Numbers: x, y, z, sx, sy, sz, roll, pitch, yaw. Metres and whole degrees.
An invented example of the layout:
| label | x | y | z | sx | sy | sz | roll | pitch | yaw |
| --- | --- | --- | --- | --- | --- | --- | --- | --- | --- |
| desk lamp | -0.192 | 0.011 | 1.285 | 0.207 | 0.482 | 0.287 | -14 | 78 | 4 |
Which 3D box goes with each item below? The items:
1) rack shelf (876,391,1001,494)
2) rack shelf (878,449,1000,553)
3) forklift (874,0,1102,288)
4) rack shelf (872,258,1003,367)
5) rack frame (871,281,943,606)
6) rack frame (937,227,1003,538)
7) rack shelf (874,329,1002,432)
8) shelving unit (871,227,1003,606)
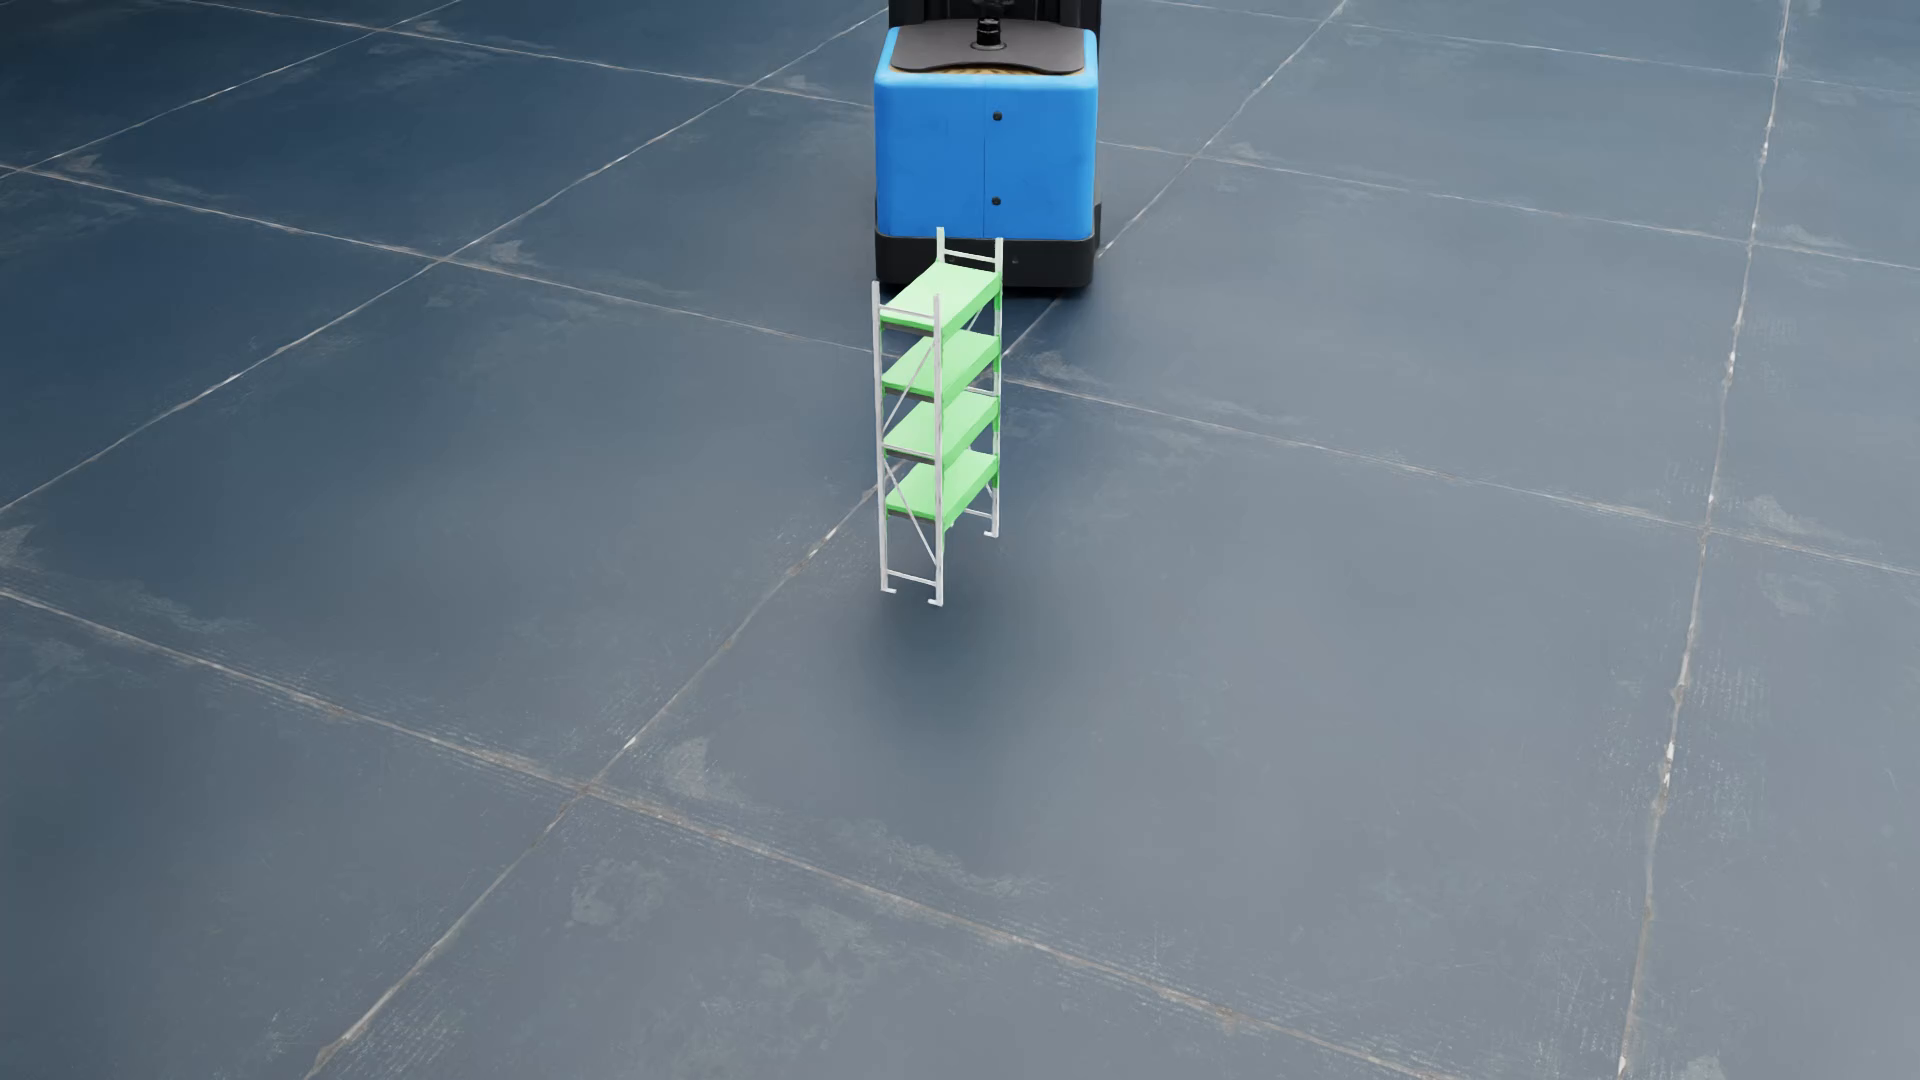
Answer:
| label | x | y | z | sx | sy | sz | roll | pitch | yaw |
| --- | --- | --- | --- | --- | --- | --- | --- | --- | --- |
| rack shelf | -0.069 | -0.366 | 5.830 | 0.258 | 0.148 | 0.480 | 14 | 36 | 20 |
| rack shelf | -0.069 | -0.165 | 5.962 | 0.258 | 0.148 | 0.480 | 14 | 36 | 20 |
| forklift | 0.192 | -3.214 | 8.478 | 1.130 | 2.935 | 3.031 | 2 | 33 | 3 |
| rack shelf | -0.069 | -0.767 | 5.567 | 0.258 | 0.148 | 0.480 | 14 | 36 | 20 |
| rack frame | -0.171 | -0.298 | 5.610 | 0.240 | 1.200 | 0.015 | 14 | 36 | 20 |
| rack frame | 0.033 | -0.541 | 5.981 | 0.240 | 1.200 | 0.015 | 14 | 36 | 20 |
| rack shelf | -0.069 | -0.567 | 5.699 | 0.258 | 0.148 | 0.480 | 14 | 36 | 20 |
| shelving unit | -0.069 | -0.419 | 5.795 | 0.258 | 1.200 | 0.503 | 14 | 36 | 20 |
